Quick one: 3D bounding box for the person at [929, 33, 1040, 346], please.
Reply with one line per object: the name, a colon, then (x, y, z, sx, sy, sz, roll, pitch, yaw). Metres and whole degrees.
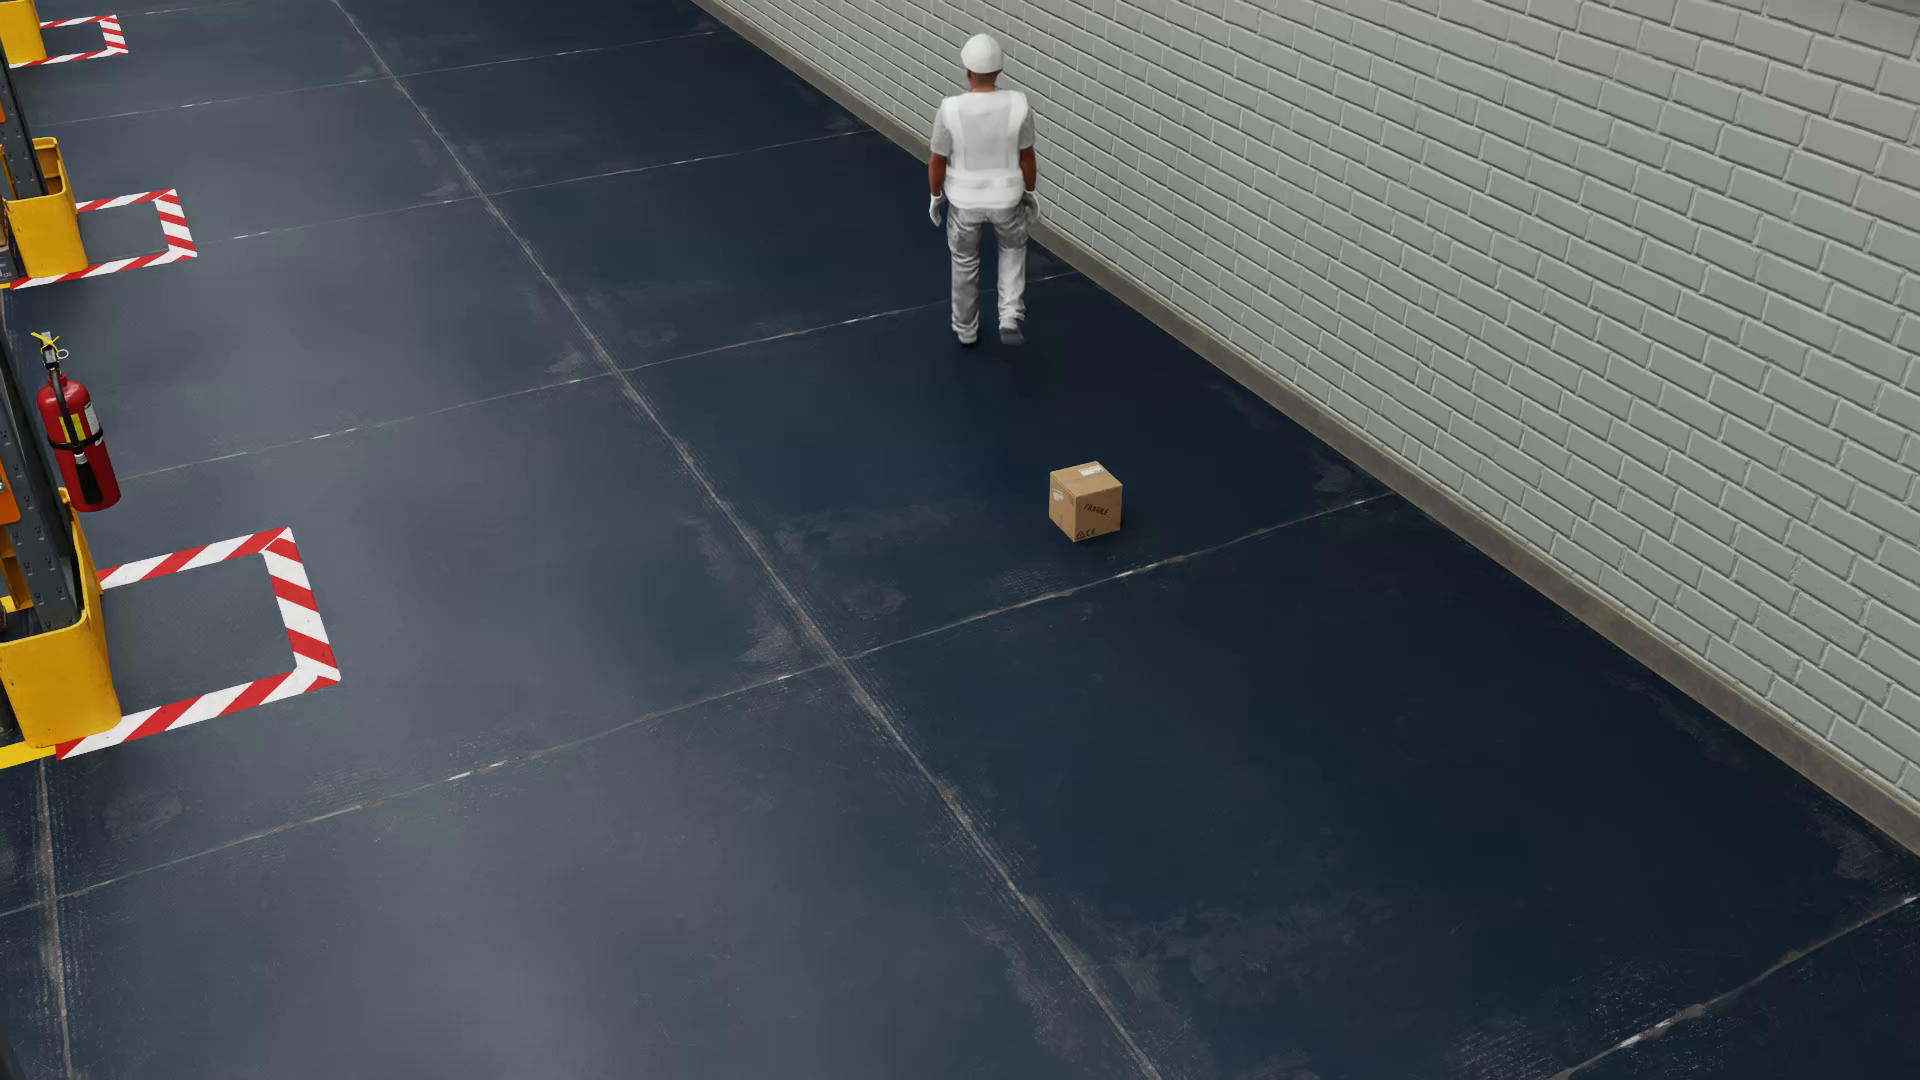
person: (0.129, -1.858, 8.963, 0.600, 1.780, 0.634, -2, 33, -4)
